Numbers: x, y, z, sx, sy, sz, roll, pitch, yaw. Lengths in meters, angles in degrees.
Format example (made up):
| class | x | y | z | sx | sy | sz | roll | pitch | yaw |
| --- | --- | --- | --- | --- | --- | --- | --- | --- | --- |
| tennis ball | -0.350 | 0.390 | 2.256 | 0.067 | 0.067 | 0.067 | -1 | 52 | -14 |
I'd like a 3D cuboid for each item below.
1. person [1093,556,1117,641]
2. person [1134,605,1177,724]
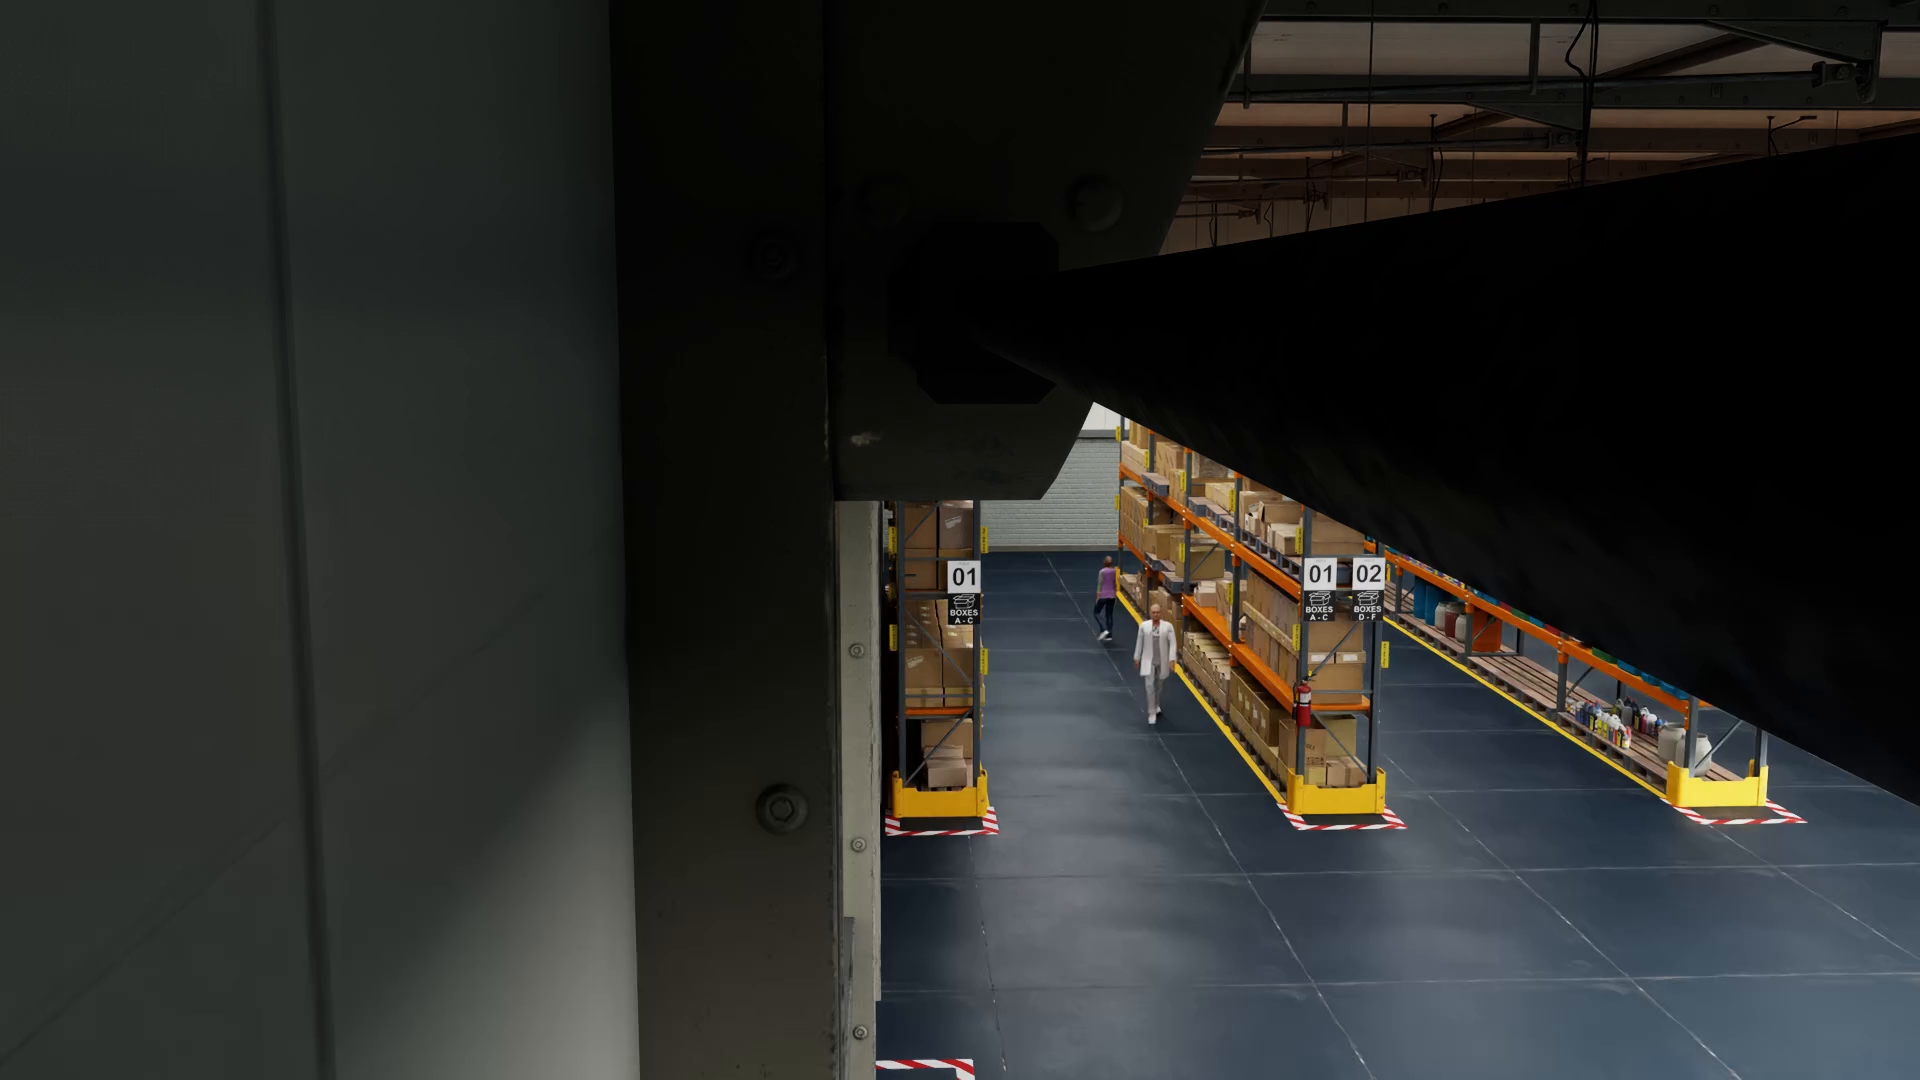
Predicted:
| class | x | y | z | sx | sy | sz | roll | pitch | yaw |
| --- | --- | --- | --- | --- | --- | --- | --- | --- | --- |
| person | 2.743 | 1.093 | 30.957 | 0.442 | 1.582 | 0.411 | -5 | 9 | -29 |
| person | 2.969 | 1.840 | 25.152 | 0.619 | 1.717 | 1.102 | 0 | 8 | -1 |
